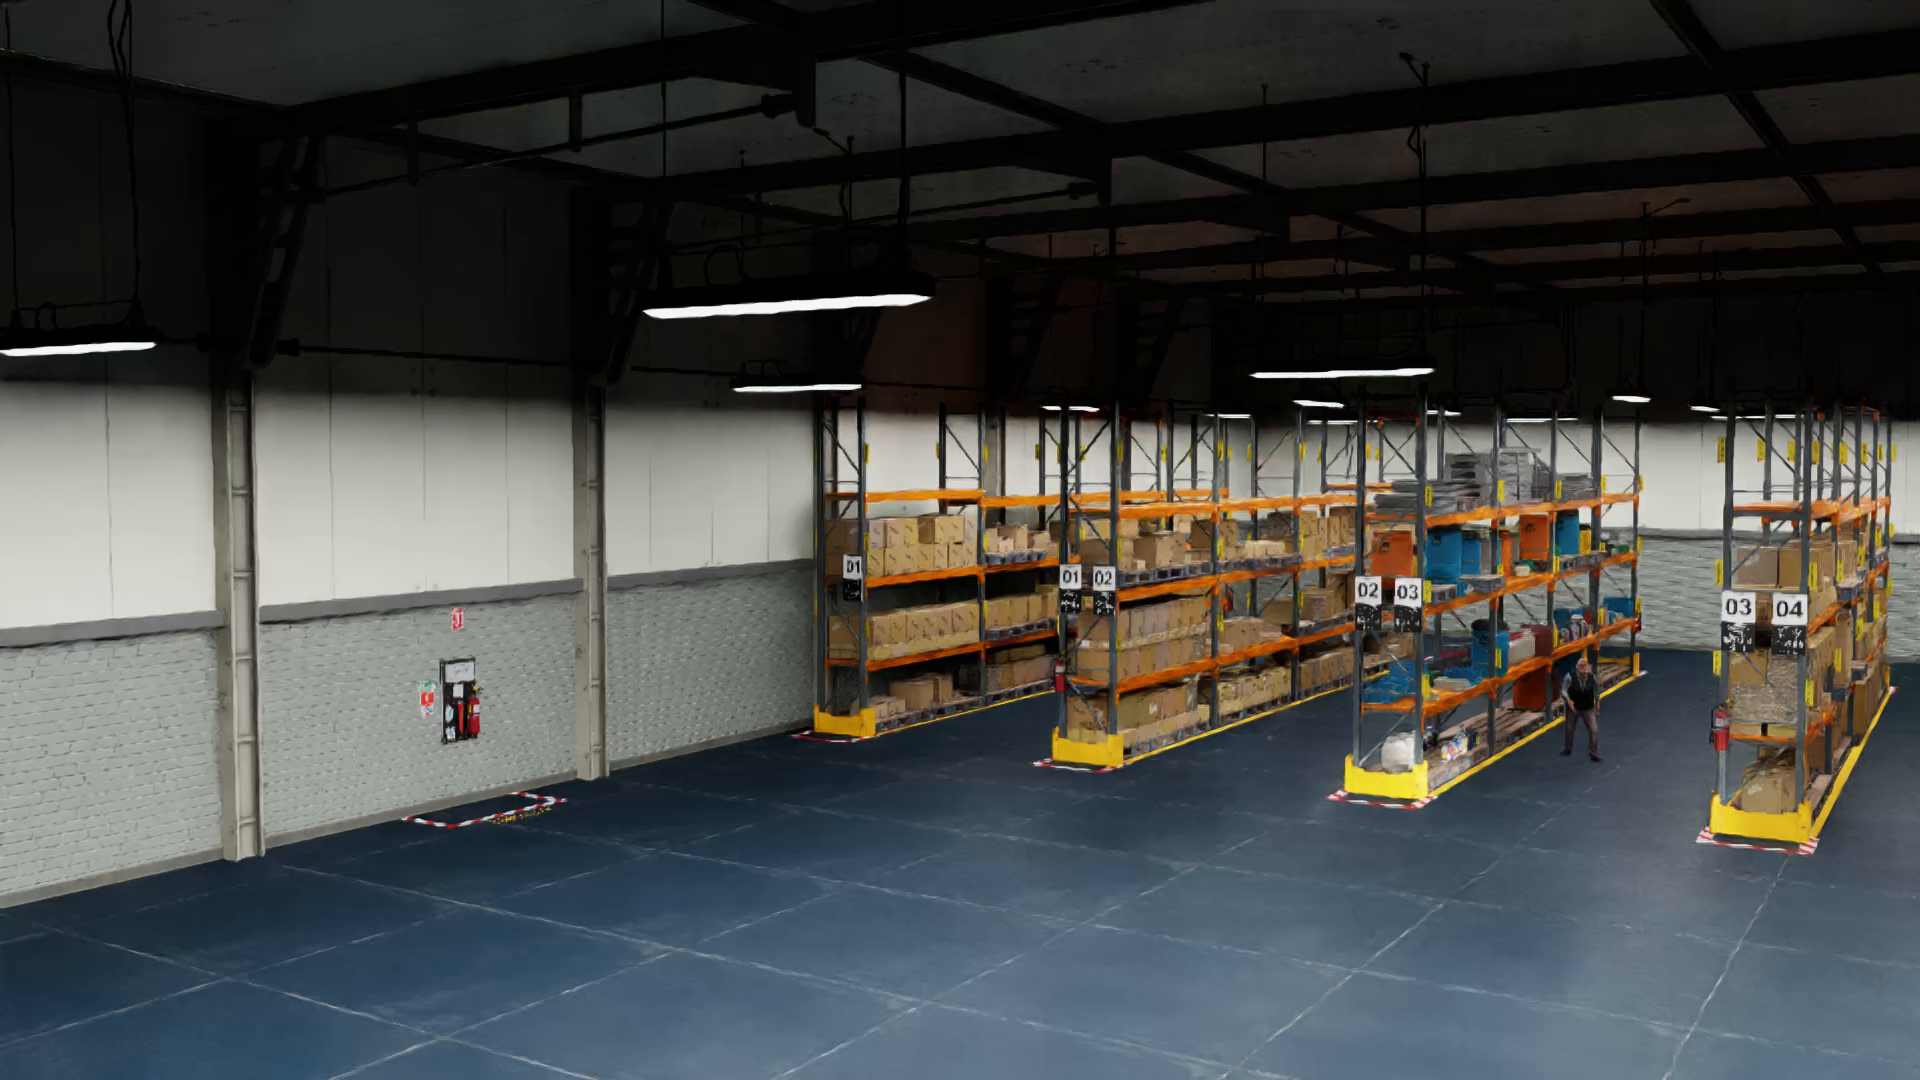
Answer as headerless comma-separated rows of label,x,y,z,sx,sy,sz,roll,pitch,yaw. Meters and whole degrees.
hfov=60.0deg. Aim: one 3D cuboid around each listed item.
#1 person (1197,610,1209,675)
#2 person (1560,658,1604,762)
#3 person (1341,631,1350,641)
person,5.172,2.312,35.023,0.434,1.673,0.494,0,3,1
person,10.117,2.744,27.123,0.661,1.658,0.837,1,3,16
person,9.809,1.960,42.520,0.446,1.590,1.110,2,4,35
